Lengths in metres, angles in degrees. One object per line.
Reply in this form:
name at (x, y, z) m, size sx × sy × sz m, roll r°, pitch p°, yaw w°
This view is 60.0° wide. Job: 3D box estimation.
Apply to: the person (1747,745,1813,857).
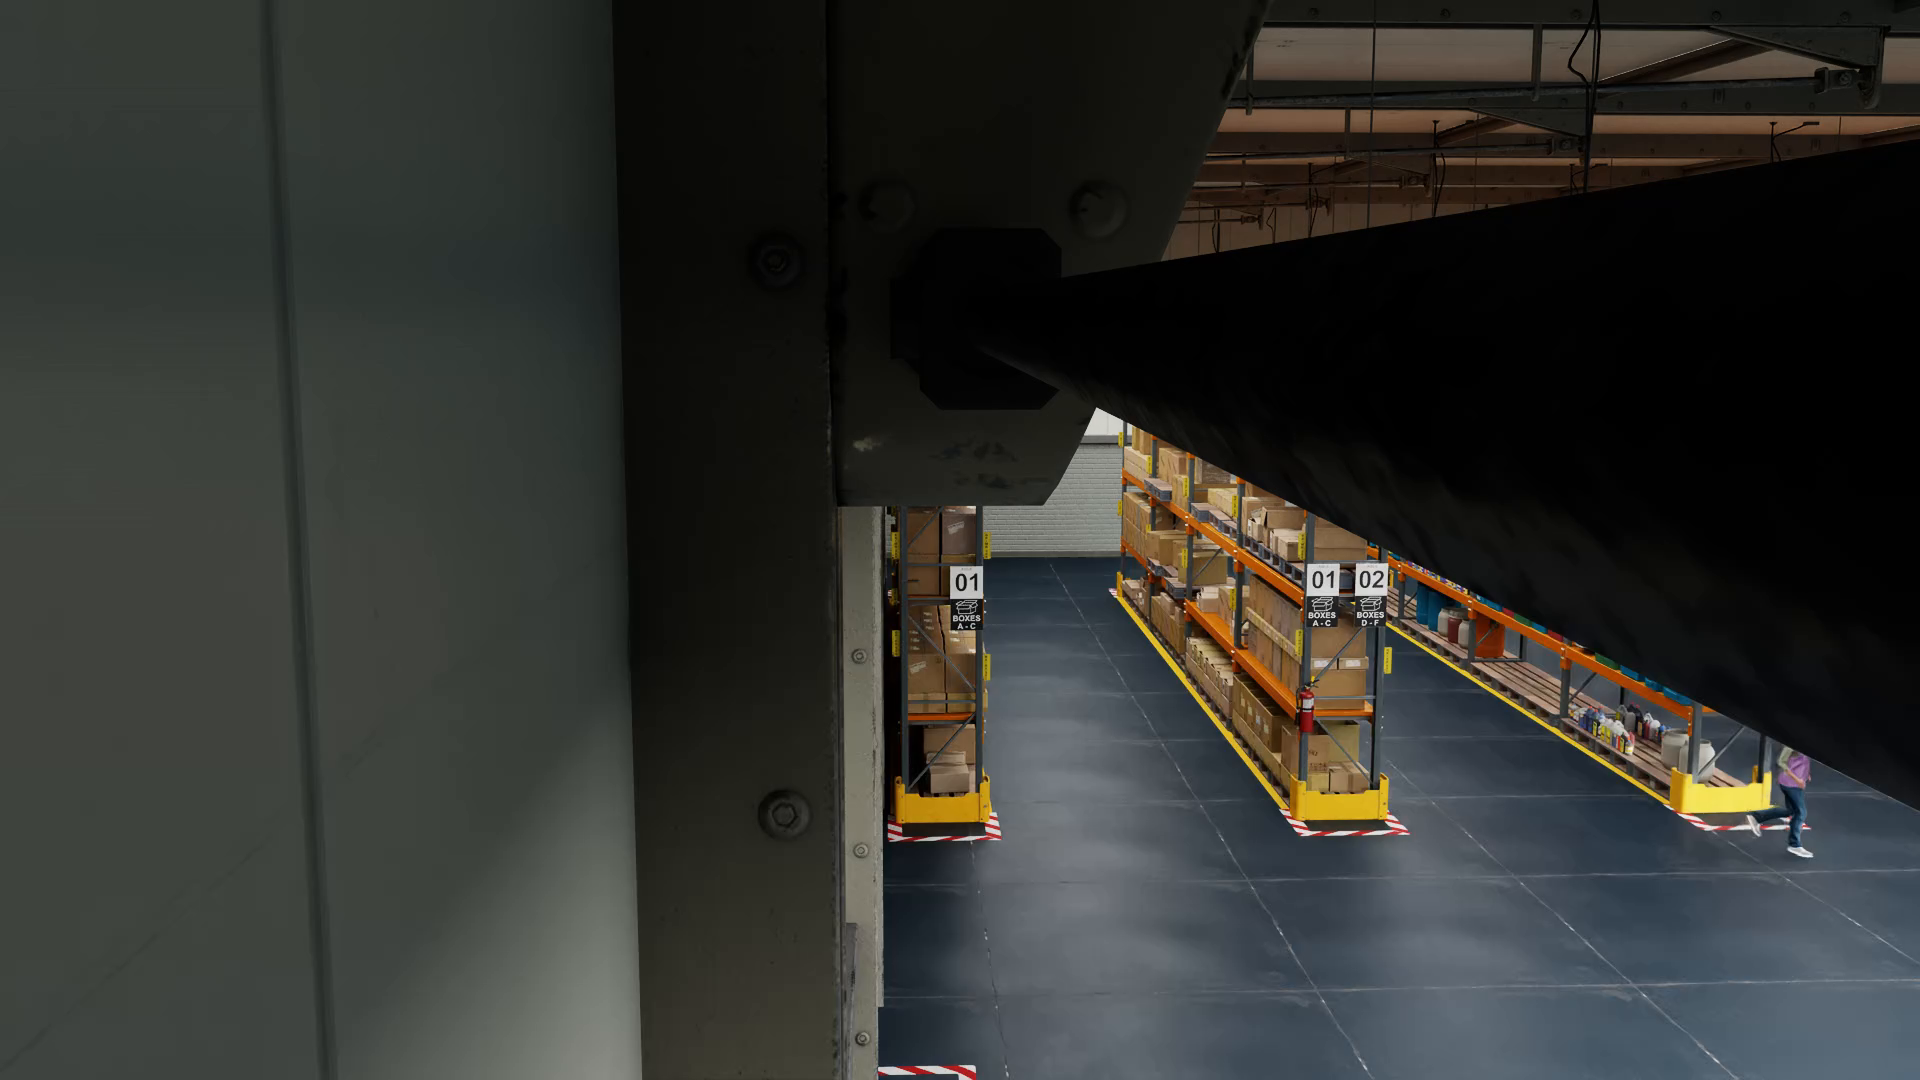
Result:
person at (9.609, 2.843, 19.381) m, size 0.732 × 1.598 × 0.549 m, roll 6°, pitch 10°, yaw 37°
